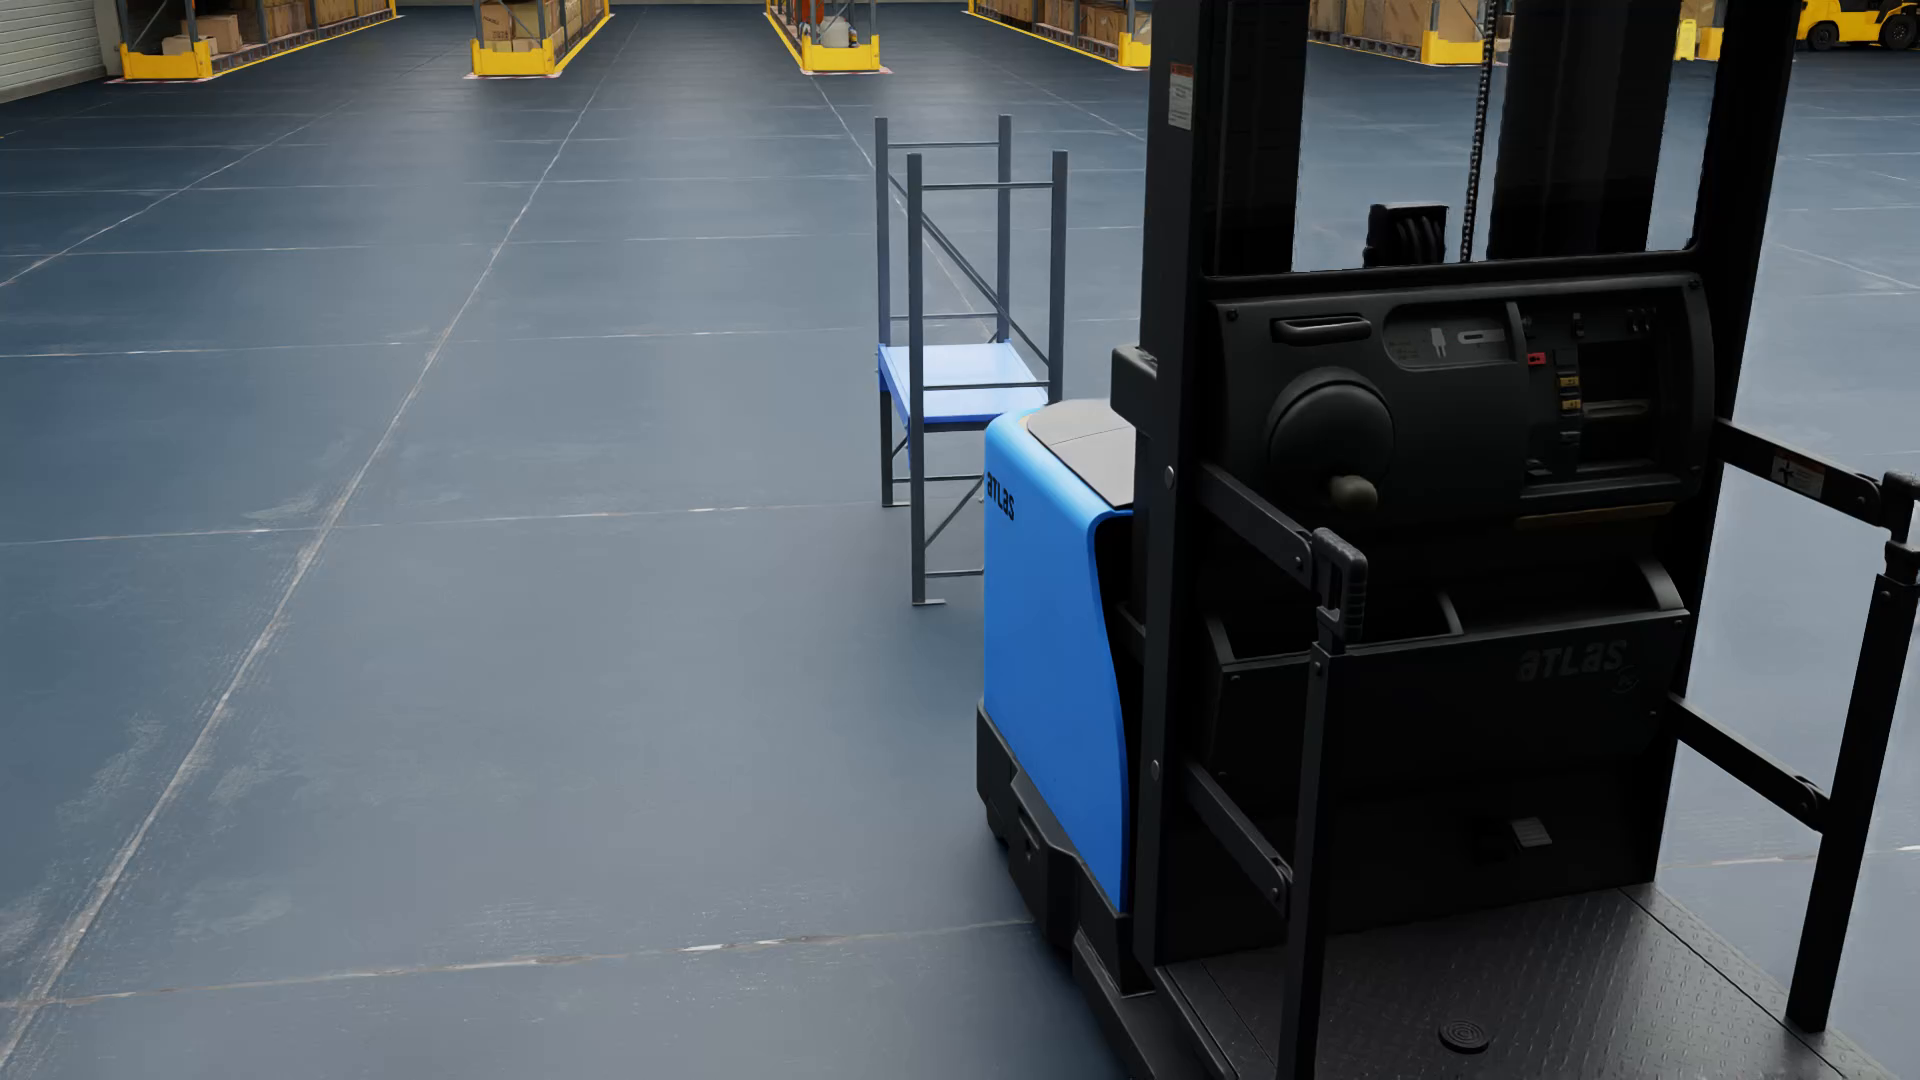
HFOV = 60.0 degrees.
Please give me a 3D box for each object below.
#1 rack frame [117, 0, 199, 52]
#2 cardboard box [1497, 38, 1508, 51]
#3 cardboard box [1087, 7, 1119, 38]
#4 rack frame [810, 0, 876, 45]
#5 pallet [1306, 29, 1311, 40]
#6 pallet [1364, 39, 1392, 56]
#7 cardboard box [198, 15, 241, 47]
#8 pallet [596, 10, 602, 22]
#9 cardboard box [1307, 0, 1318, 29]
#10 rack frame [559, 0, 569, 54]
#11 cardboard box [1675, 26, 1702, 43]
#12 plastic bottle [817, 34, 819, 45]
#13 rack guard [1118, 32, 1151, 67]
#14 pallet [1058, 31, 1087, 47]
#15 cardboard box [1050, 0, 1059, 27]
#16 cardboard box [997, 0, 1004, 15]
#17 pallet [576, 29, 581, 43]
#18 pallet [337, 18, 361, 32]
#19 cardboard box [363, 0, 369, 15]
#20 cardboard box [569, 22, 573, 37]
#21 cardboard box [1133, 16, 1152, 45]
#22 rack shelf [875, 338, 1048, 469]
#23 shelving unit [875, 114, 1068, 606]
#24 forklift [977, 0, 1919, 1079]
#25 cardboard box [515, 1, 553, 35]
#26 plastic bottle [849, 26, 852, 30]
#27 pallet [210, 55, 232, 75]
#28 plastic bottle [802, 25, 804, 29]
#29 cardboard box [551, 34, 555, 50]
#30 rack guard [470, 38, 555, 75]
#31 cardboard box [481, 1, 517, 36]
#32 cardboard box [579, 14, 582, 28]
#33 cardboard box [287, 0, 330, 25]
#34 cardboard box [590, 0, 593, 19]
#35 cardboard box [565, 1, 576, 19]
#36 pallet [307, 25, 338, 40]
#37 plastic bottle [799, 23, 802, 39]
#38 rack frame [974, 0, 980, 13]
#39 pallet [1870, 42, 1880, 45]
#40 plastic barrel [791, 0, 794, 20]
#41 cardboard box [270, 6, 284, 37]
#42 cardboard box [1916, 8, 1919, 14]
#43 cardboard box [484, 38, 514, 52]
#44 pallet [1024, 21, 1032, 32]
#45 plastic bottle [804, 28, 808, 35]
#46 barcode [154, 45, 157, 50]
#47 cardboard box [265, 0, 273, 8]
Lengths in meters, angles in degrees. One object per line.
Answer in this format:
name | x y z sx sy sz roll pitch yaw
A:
rack frame | -11.587 -8.163 23.785 1.000 3.000 0.127 -3 21 -8
cardboard box | 9.535 -8.730 29.209 0.396 0.266 0.258 1 20 2
cardboard box | 2.560 -9.183 29.487 0.500 0.500 0.500 -4 21 -9
rack frame | -1.783 -8.663 25.123 1.000 3.000 0.127 -3 21 -8
pallet | 7.099 -9.893 32.402 1.003 0.211 1.213 -3 21 -8
pallet | 7.676 -8.516 28.715 1.003 0.211 1.213 -3 21 -8
cardboard box | -11.974 -8.226 26.896 0.500 0.500 0.500 -4 21 -12
pallet | -8.692 -11.924 37.839 1.003 0.211 1.213 -3 21 -8
cardboard box | 7.150 -10.200 31.854 1.050 0.750 0.750 -3 21 -8
rack frame | -7.262 -9.799 28.165 1.000 3.000 0.127 -3 21 -8
cardboard box | 12.538 -8.596 28.273 0.500 0.250 0.500 -3 21 -8
plastic bottle | -2.390 -8.321 27.579 0.097 0.201 0.097 0 20 0
rack guard | 3.107 -7.768 26.299 1.175 0.500 0.348 -3 21 -8
pallet | 2.428 -9.261 30.709 1.003 0.211 1.213 -3 21 -8
cardboard box | 2.174 -10.295 32.437 0.700 0.500 0.500 -5 21 -12
cardboard box | 1.500 -12.048 36.623 1.225 0.875 0.875 -3 21 -8
pallet | -7.758 -9.591 31.593 1.003 0.211 1.213 -3 21 -8
pallet | -13.131 -10.748 34.692 1.003 0.211 1.213 -3 21 -8
cardboard box | -13.392 -11.782 36.446 0.700 0.500 0.500 -3 21 -8
cardboard box | -7.147 -9.037 29.454 0.500 0.250 0.500 -2 21 -6
cardboard box | 3.045 -8.155 26.736 0.500 0.500 0.500 1 20 2
rack shelf | 0.012 -0.505 5.938 0.538 0.185 1.000 -3 21 -8
shelving unit | 0.012 -0.673 5.875 0.538 1.500 1.048 -3 21 -8
forklift | 0.933 -0.230 2.643 1.130 2.935 3.031 -6 21 -15
cardboard box | -6.701 -8.216 26.186 0.500 0.500 0.500 -3 21 -8
plastic bottle | -1.829 -8.458 27.844 0.097 0.271 0.097 0 20 0
pallet | -11.680 -7.166 25.101 1.003 0.211 1.213 -3 21 -8
plastic bottle | -2.644 -8.556 28.091 0.061 0.283 0.133 -2 21 -5
cardboard box | -6.690 -7.866 26.319 0.500 0.250 0.500 -3 21 -8
rack guard | -6.682 -7.235 24.872 1.175 0.500 0.348 -3 21 -8
cardboard box | -7.216 -8.190 26.116 0.500 0.500 0.500 -3 21 -8
cardboard box | -7.521 -9.923 31.826 0.500 0.250 0.500 -2 21 -6
cardboard box | -12.716 -10.384 32.203 0.750 0.750 0.750 -3 21 -8
cardboard box | -7.926 -11.102 34.599 0.500 0.500 0.500 -3 21 -7
cardboard box | -7.298 -9.658 30.316 0.500 0.311 0.500 -2 21 -6
pallet | -12.779 -9.903 32.430 1.003 0.211 1.213 -3 21 -8
plastic bottle | -2.748 -8.843 28.876 0.097 0.271 0.097 0 20 0
rack frame | 0.812 -14.452 40.624 1.000 3.000 0.127 -3 21 -8
pallet | 17.332 -9.465 31.256 1.003 0.211 1.213 -3 21 -8
plastic barrel | -3.187 -11.059 34.385 0.600 0.588 0.708 -3 21 -8
cardboard box | -12.444 -9.192 29.484 0.700 0.500 0.500 -3 21 -7
cardboard box | 17.300 -9.311 29.475 0.500 0.250 0.500 -3 21 -9
cardboard box | -7.055 -7.494 25.322 0.500 0.250 0.500 -3 21 -8
pallet | 1.926 -10.653 34.436 1.003 0.211 1.213 -3 21 -8
plastic bottle | -2.517 -8.250 27.270 0.061 0.283 0.133 -2 21 -6
barcode | -11.996 -7.344 24.793 0.001 0.075 0.075 -3 21 -8
cardboard box | -12.431 -9.521 29.292 0.500 0.250 0.500 -4 21 -9
